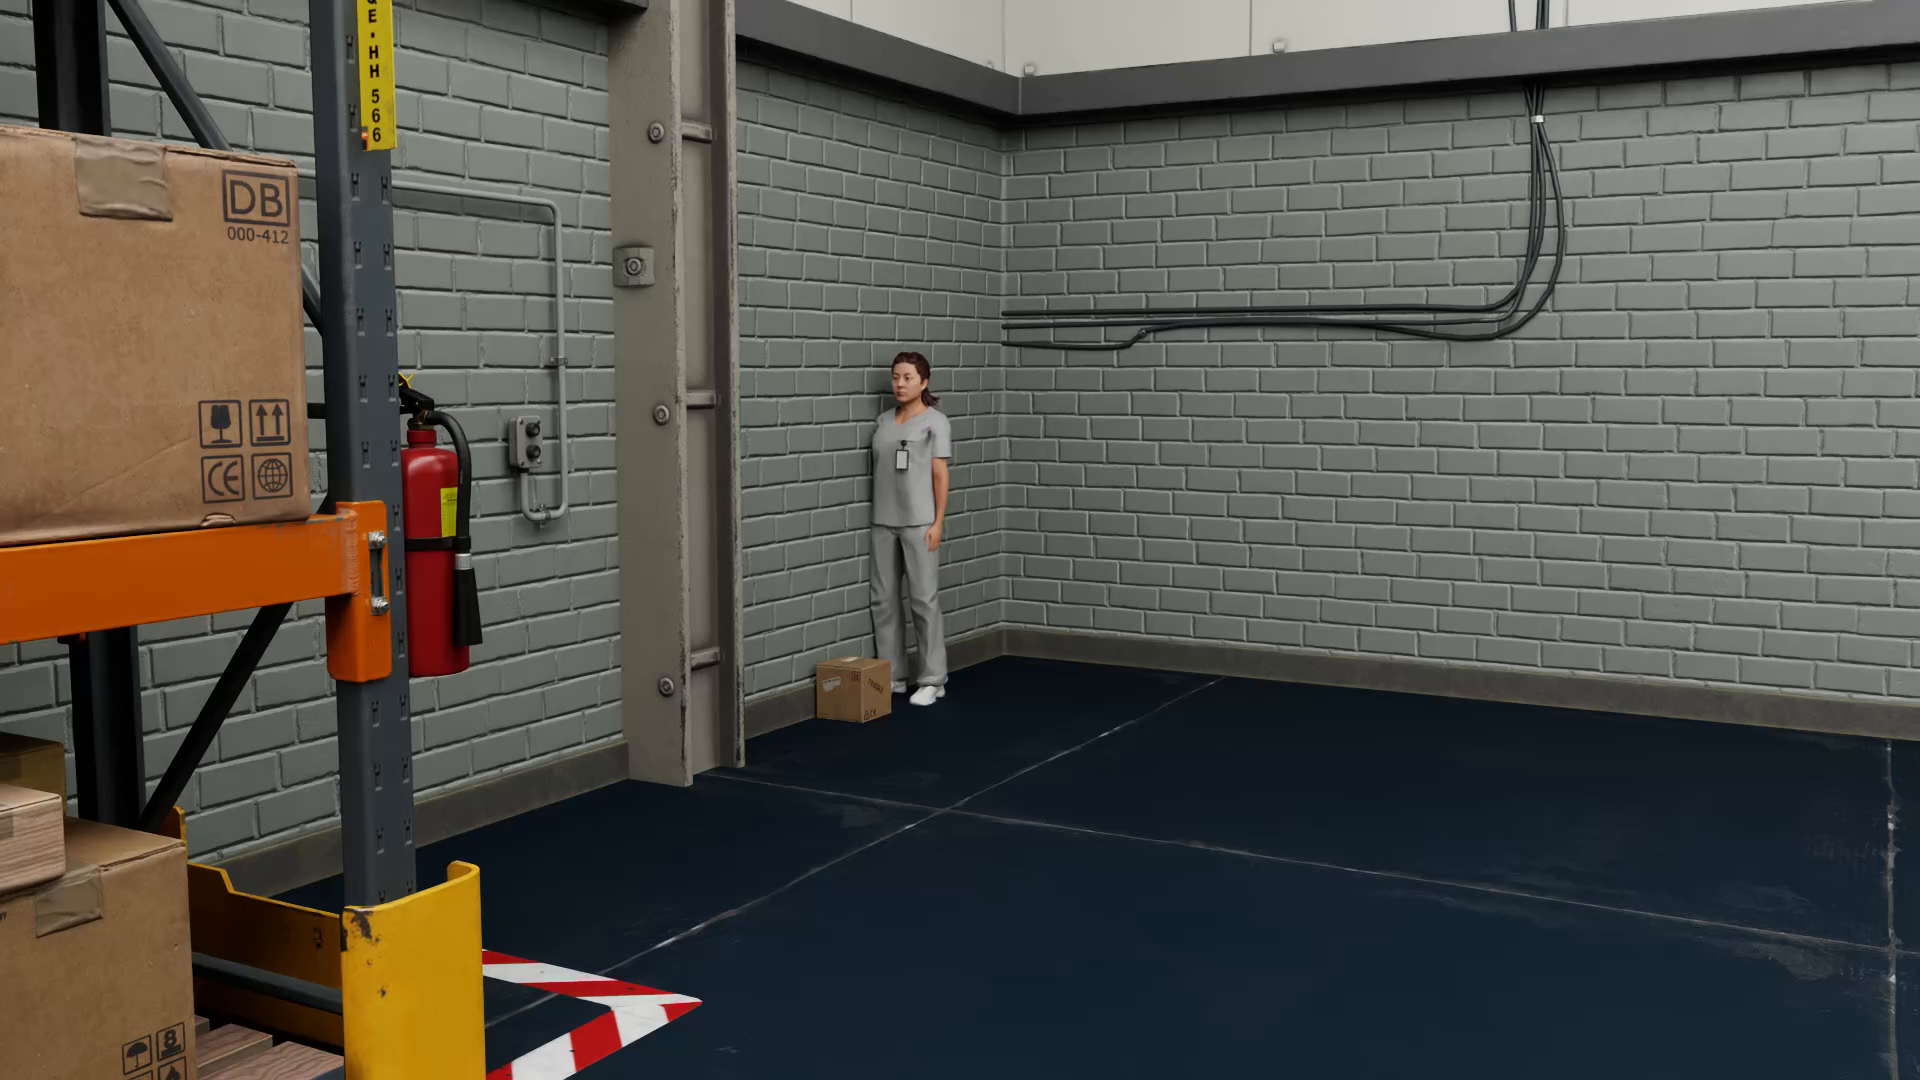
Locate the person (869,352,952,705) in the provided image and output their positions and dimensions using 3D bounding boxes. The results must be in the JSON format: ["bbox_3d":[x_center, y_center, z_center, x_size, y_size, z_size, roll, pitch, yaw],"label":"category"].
[{"bbox_3d":[-0.245,-0.061,7.984,0.435,1.674,0.358,3,7,30],"label":"person"}]
